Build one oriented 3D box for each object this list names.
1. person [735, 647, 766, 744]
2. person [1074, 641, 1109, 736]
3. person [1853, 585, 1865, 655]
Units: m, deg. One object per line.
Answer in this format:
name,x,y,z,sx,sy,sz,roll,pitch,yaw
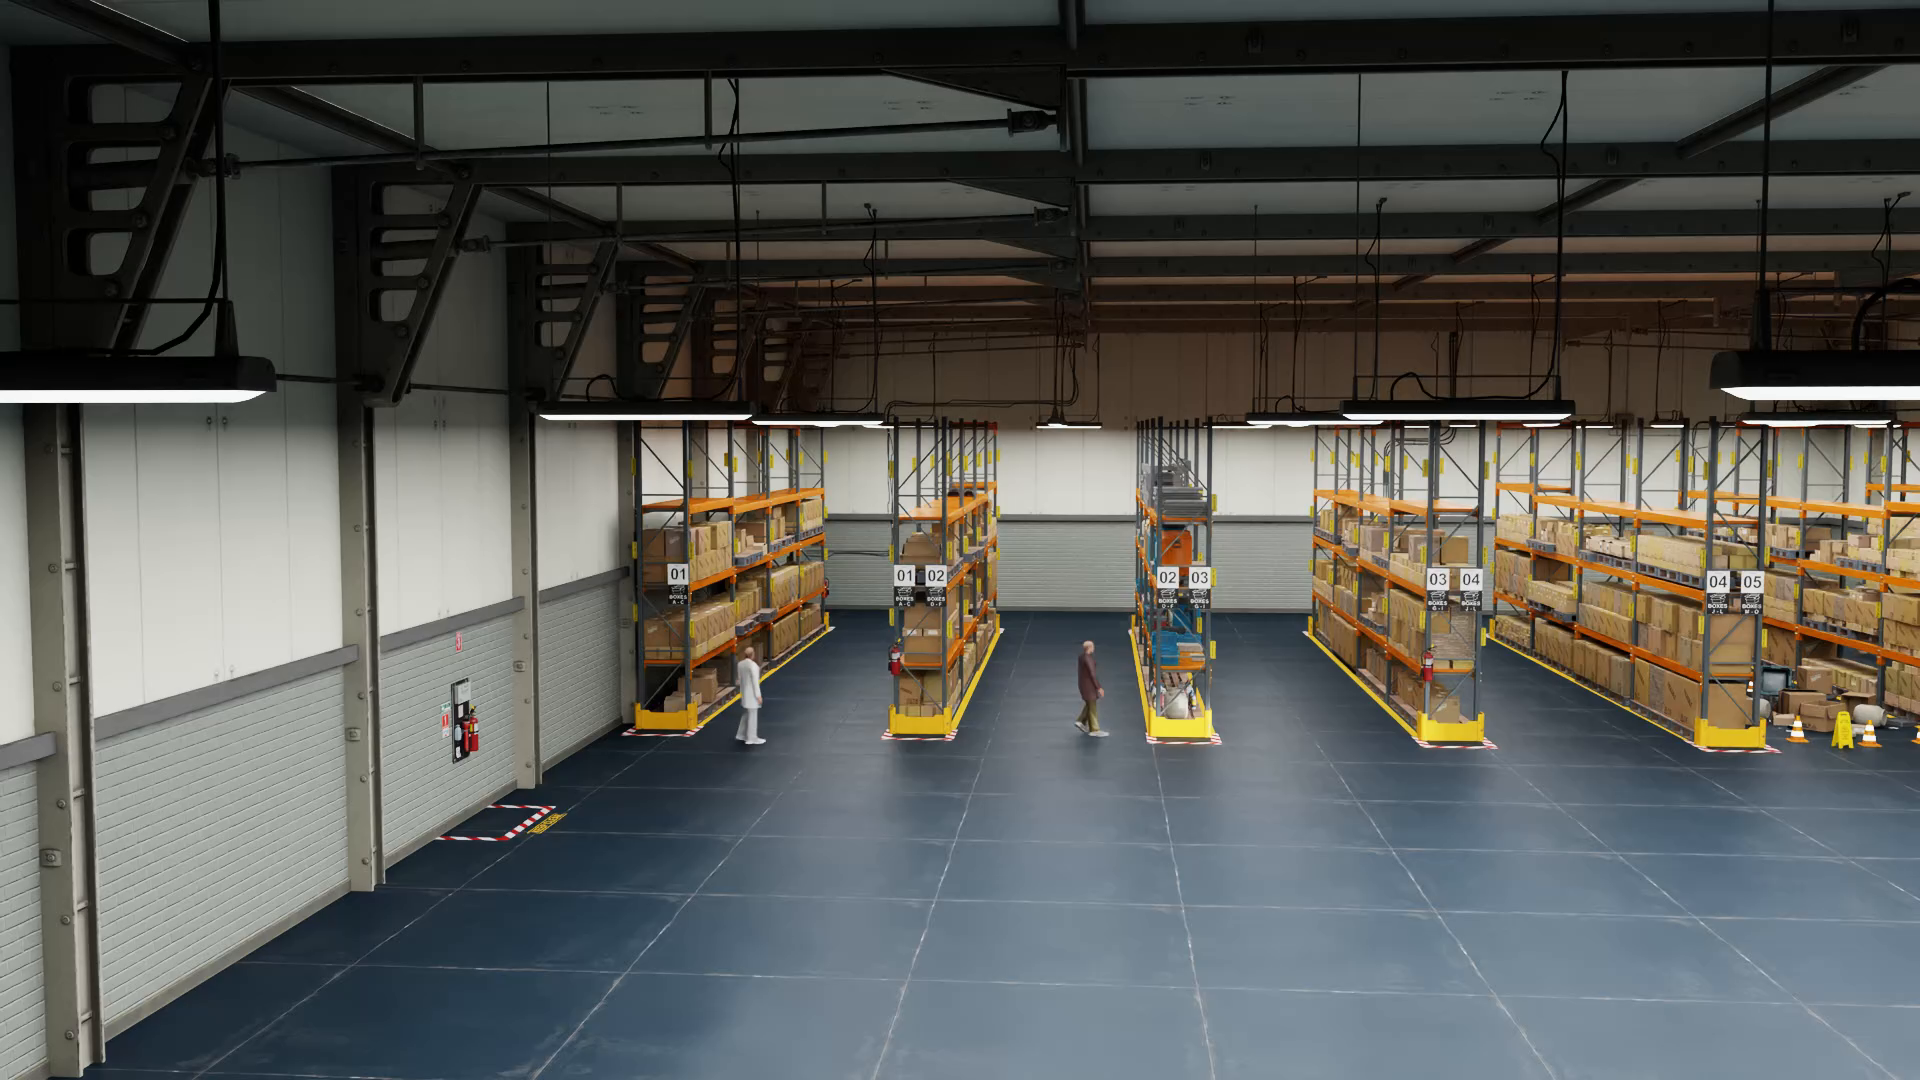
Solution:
person,-3.819,2.864,30.496,0.473,1.823,0.649,-2,4,-26
person,2.457,2.785,31.327,0.590,1.787,0.735,-1,4,-12
person,22.904,2.053,42.405,0.609,1.820,0.511,-1,4,-19
